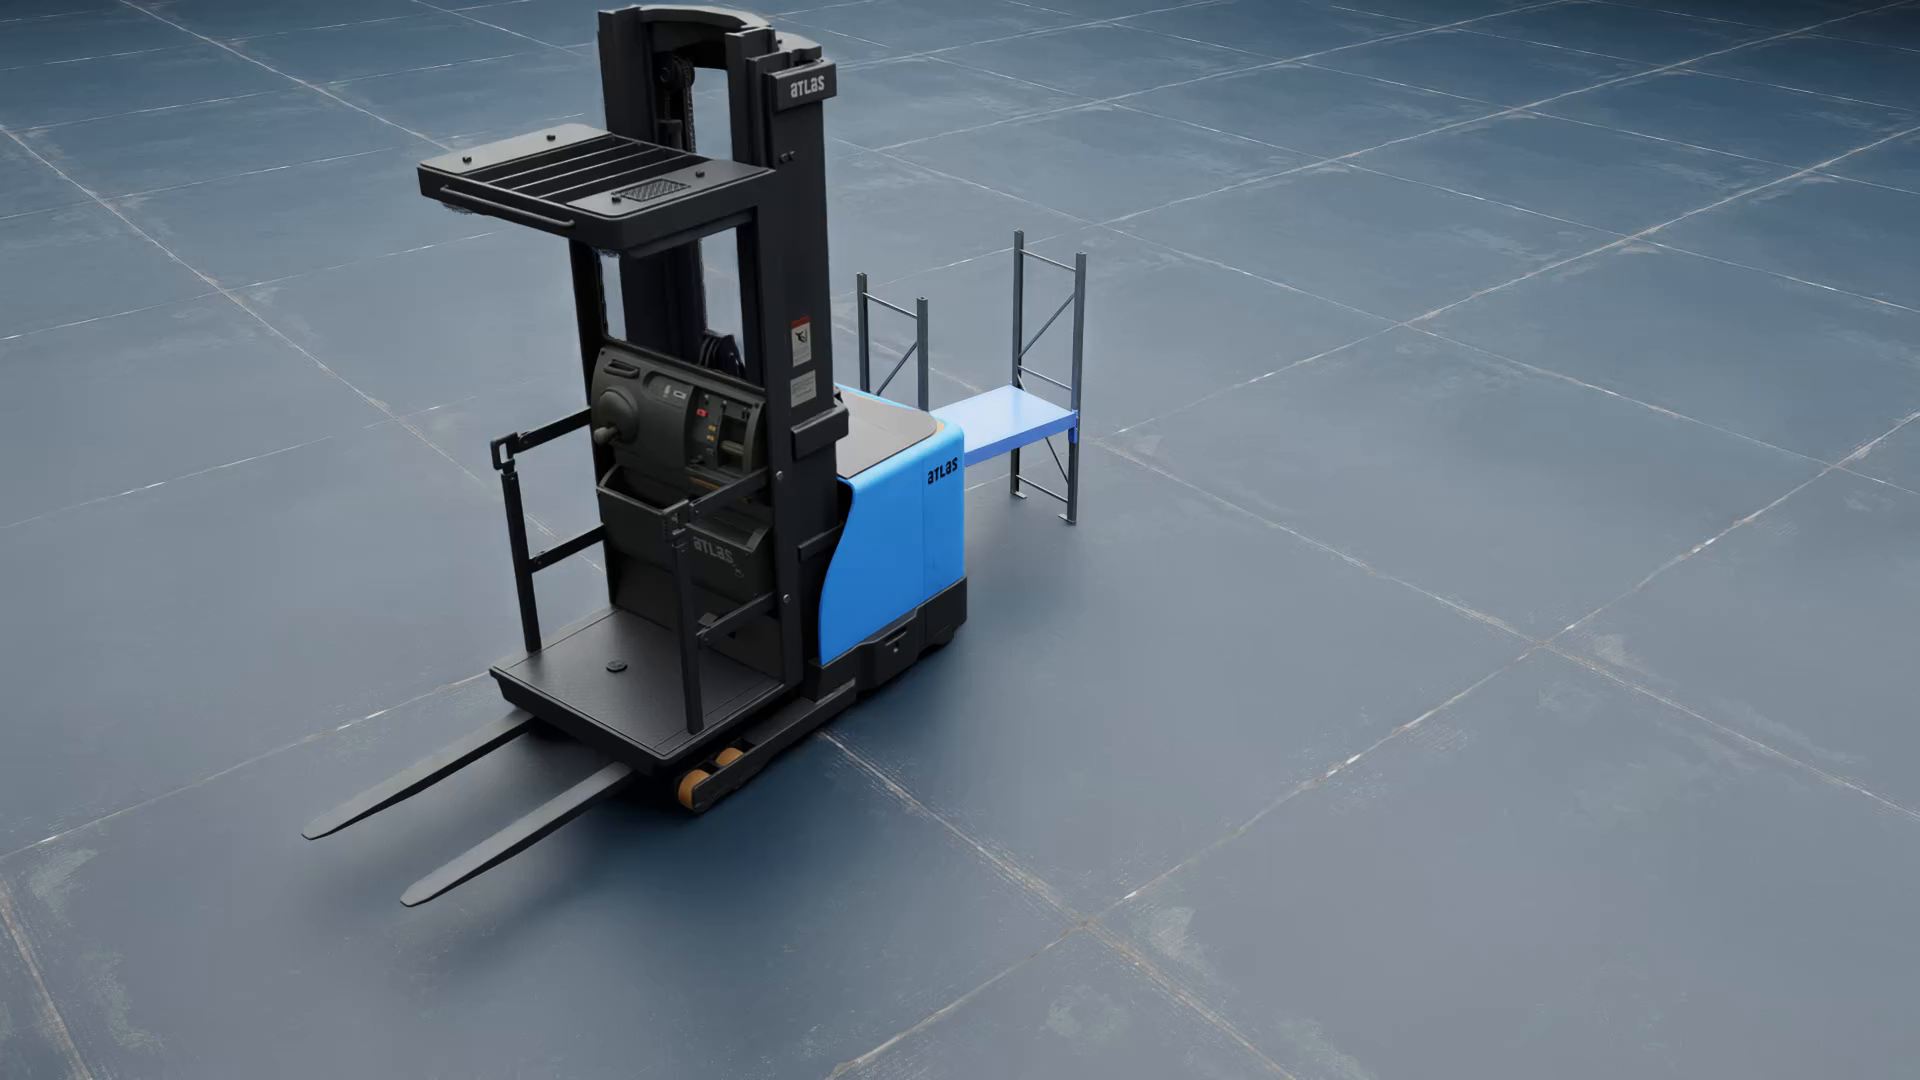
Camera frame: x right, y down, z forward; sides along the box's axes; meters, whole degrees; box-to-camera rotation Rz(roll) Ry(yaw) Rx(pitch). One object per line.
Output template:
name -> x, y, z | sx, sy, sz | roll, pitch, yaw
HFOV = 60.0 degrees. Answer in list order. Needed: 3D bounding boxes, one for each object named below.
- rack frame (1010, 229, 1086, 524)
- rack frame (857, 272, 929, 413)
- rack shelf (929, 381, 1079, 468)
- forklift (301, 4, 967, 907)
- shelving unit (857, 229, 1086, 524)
rack frame -> 0.452, -0.843, 8.736 | 0.032, 1.500, 0.500 | -22, 35, -35
rack frame -> -0.322, -0.532, 8.154 | 0.032, 1.500, 0.500 | -22, 35, -35
rack shelf -> 0.065, -0.529, 8.530 | 1.000, 0.185, 0.538 | -22, 35, -35
forklift -> -1.270, -0.462, 6.505 | 1.130, 2.935, 3.031 | 20, 34, 33
shelving unit -> 0.065, -0.688, 8.445 | 1.048, 1.500, 0.538 | -22, 35, -35
